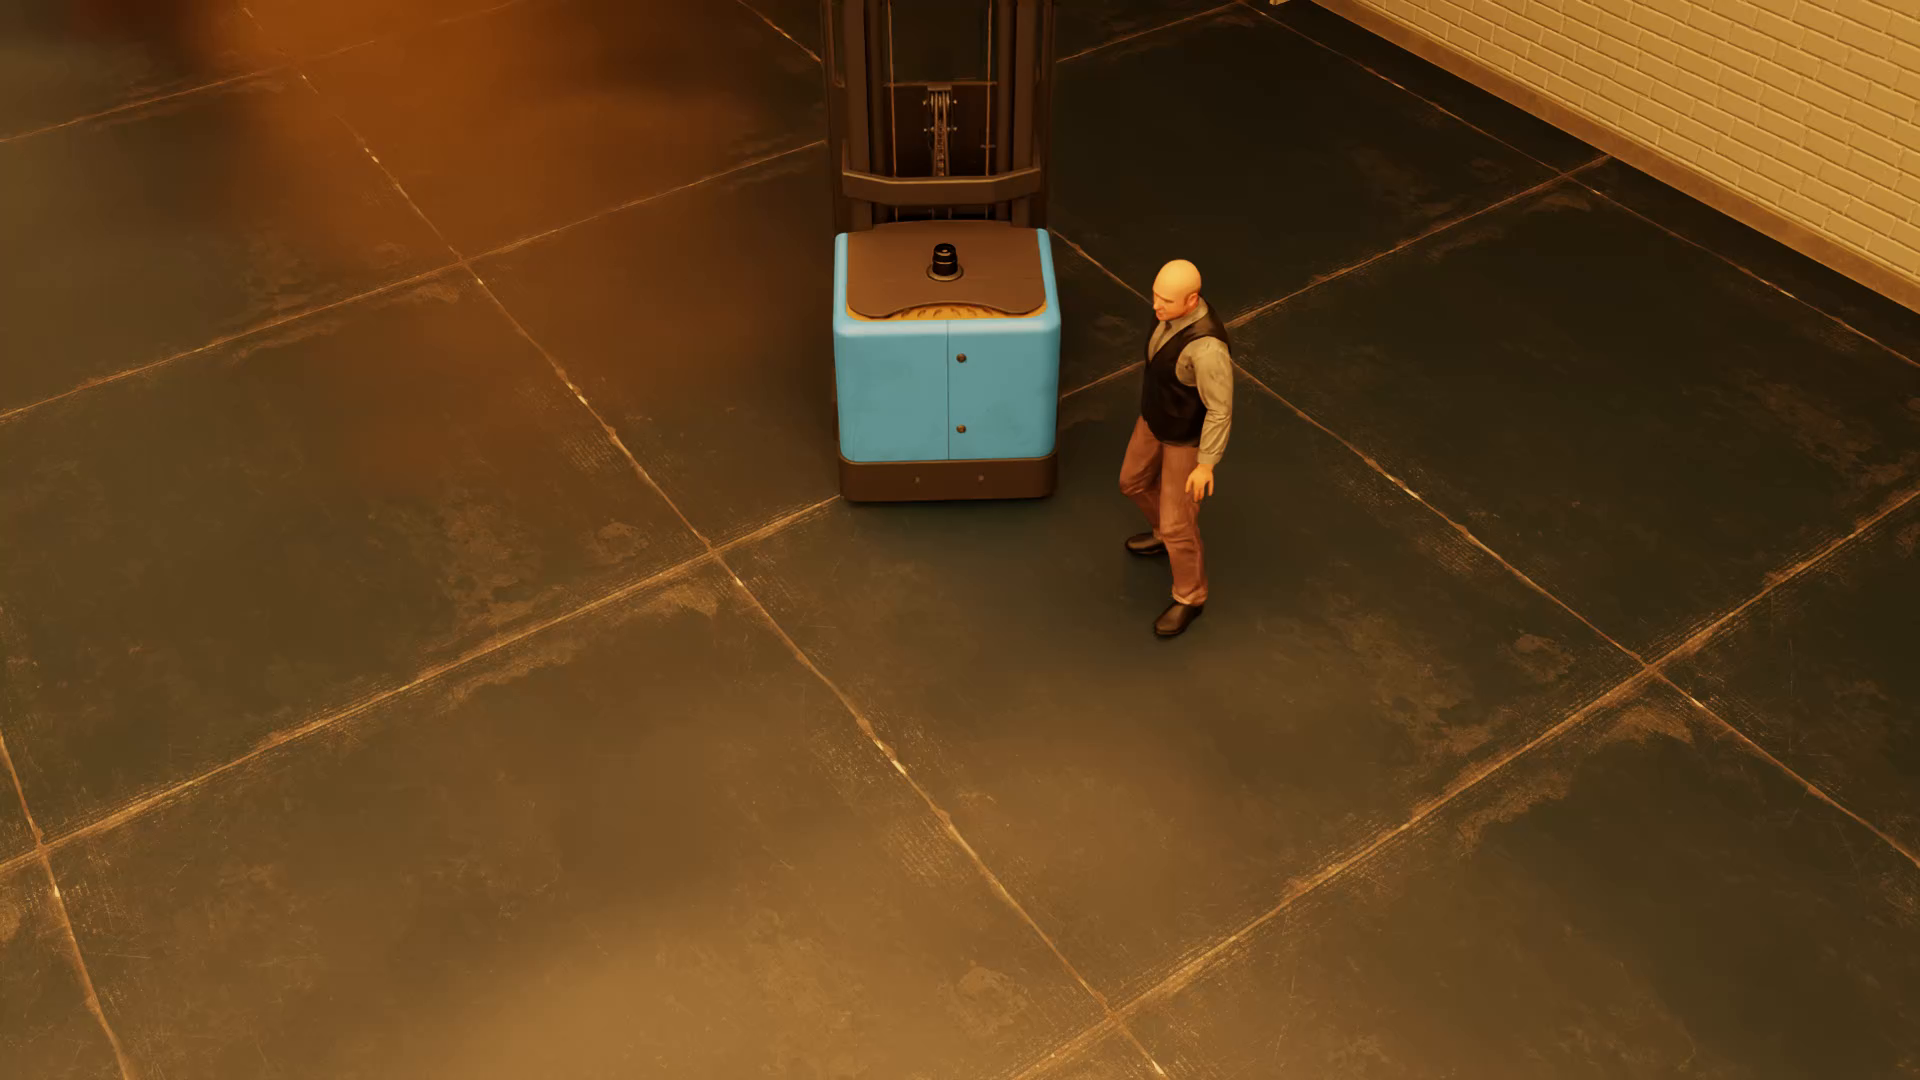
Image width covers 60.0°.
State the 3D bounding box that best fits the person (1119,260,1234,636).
[{"bbox_3d":[0.946,-0.472,7.142,0.394,1.693,0.805,-12,44,-13],"label":"person"}]

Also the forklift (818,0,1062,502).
[{"bbox_3d":[-0.113,-2.242,8.148,1.130,2.935,3.031,-2,43,-2],"label":"forklift"}]
